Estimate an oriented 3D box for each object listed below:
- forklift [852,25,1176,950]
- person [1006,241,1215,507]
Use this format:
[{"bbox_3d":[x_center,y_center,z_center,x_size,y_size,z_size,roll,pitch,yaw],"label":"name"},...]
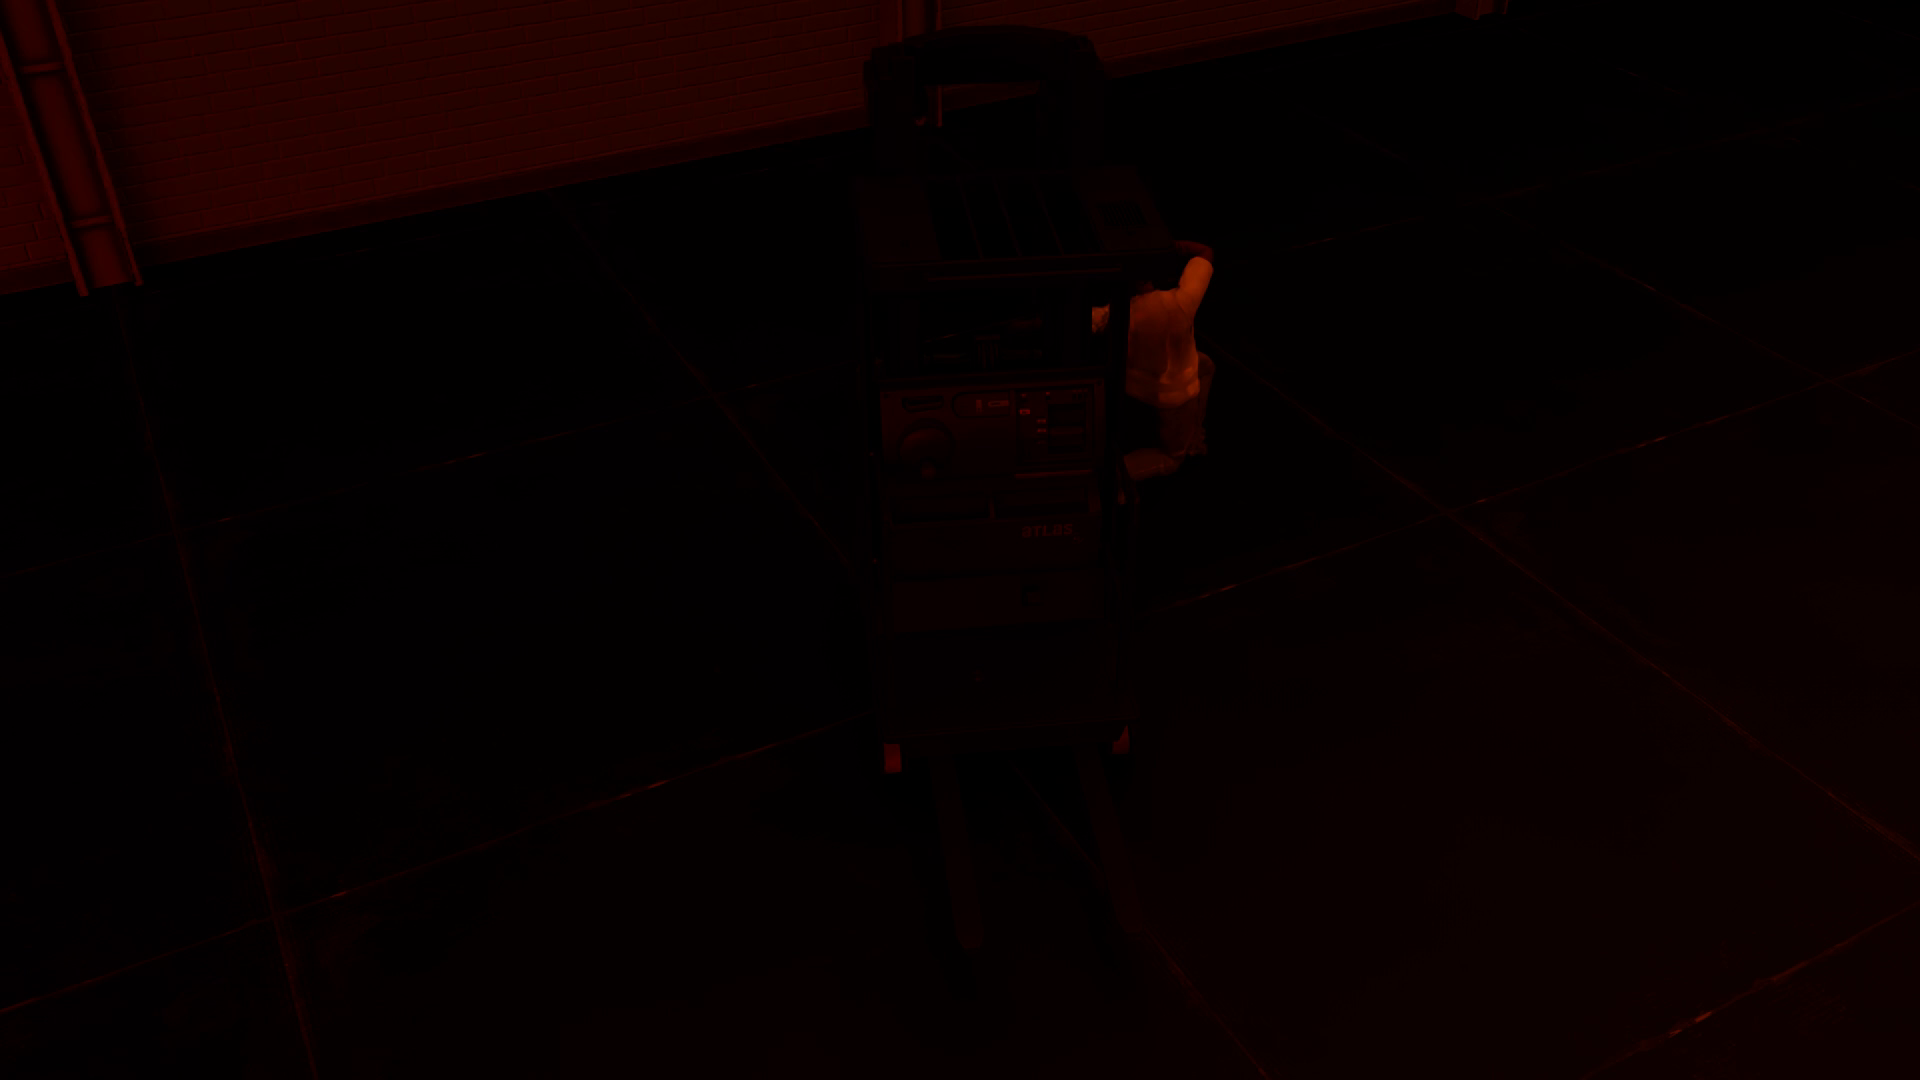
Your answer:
[{"bbox_3d":[0.166,-0.395,6.682,1.130,2.935,3.031,-4,35,-6],"label":"forklift"},{"bbox_3d":[0.872,-1.016,8.826,0.962,1.465,1.002,-30,45,-35],"label":"person"}]
